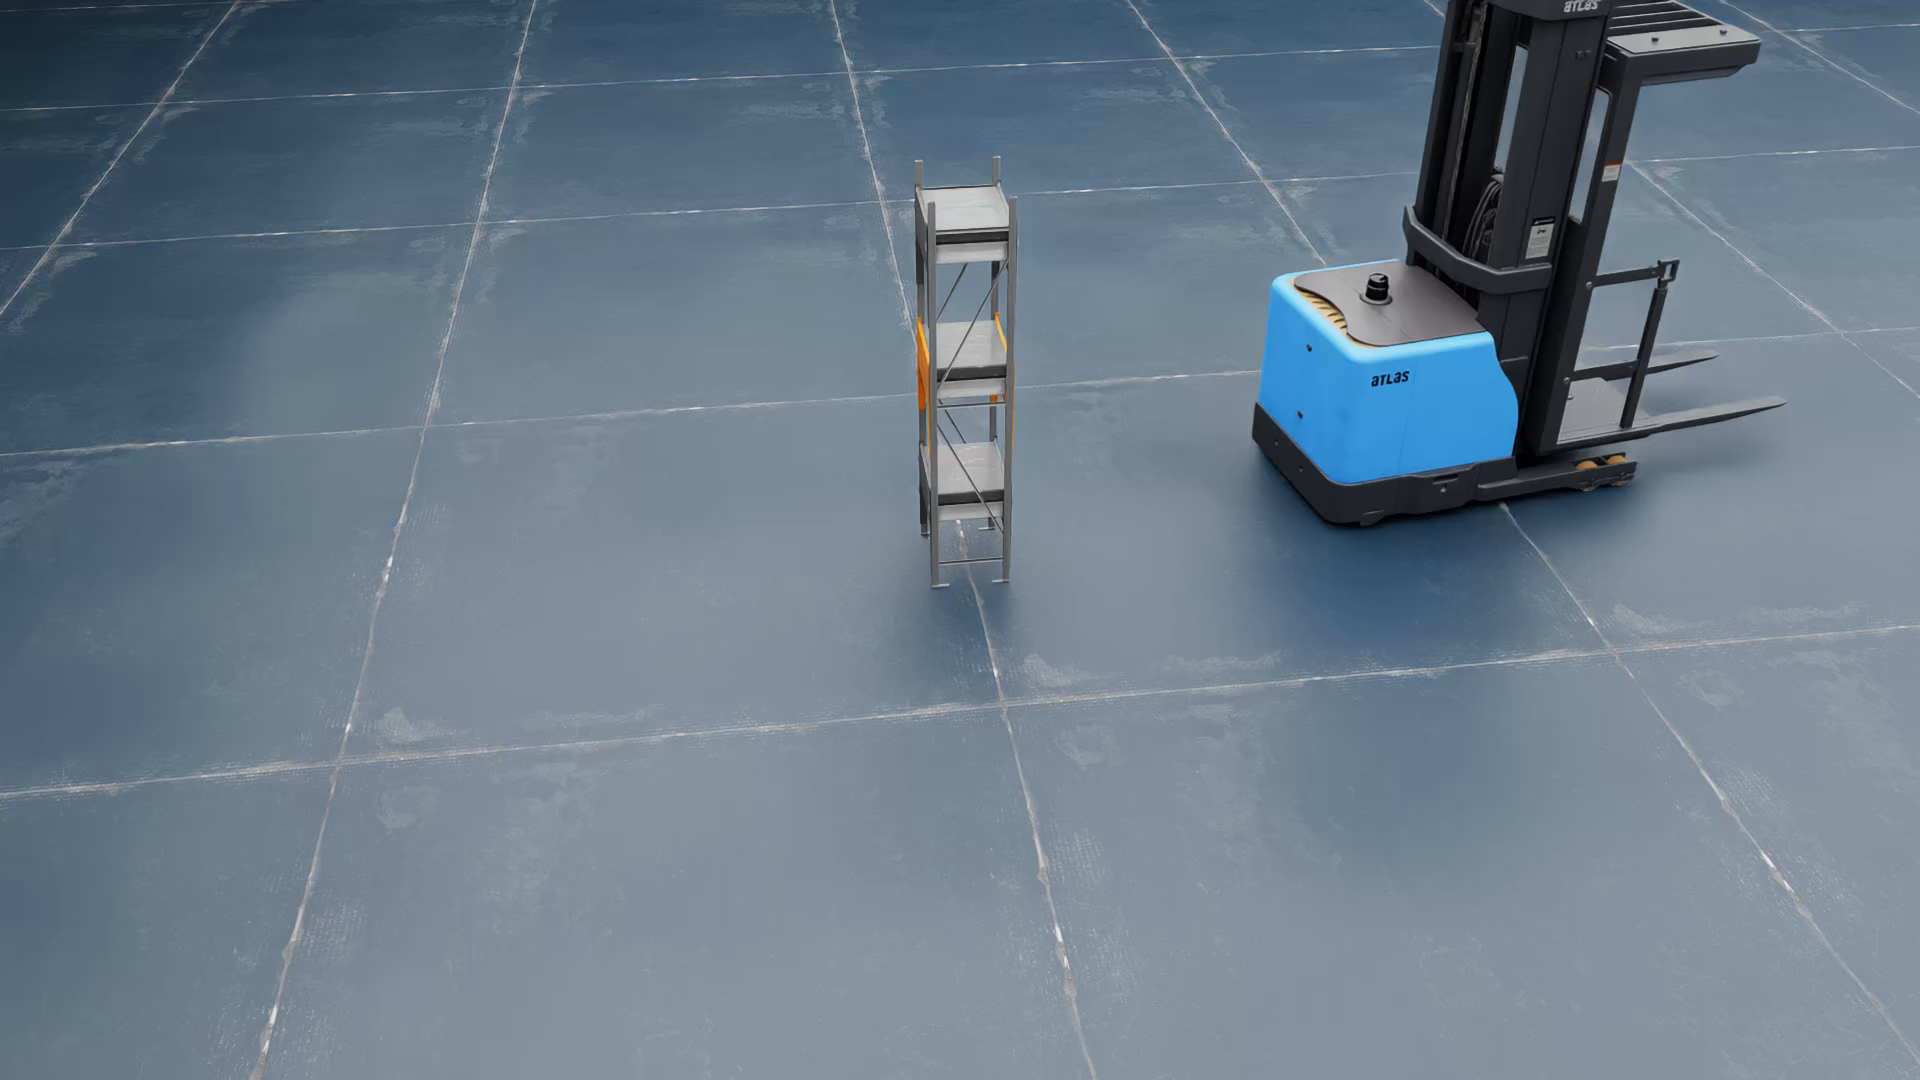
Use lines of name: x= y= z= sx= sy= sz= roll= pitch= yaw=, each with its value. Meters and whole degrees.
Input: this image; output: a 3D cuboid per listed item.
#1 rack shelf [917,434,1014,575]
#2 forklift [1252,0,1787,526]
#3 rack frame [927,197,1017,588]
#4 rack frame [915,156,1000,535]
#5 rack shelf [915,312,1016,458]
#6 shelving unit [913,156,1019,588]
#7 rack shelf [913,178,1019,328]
rack shelf: x=0.022 y=-0.186 z=8.554 sx=0.431 sy=0.518 sz=0.480 roll=-4 pitch=35 yaw=-6
forklift: x=3.264 y=-1.758 z=8.855 sx=3.031 sy=2.935 sz=1.130 roll=-10 pitch=35 yaw=-14
rack frame: x=0.055 y=-0.639 z=7.952 sx=0.400 sy=2.100 sz=0.015 roll=-4 pitch=35 yaw=-6
rack frame: x=-0.011 y=-0.911 z=8.352 sx=0.400 sy=2.100 sz=0.015 roll=-4 pitch=35 yaw=-6
rack shelf: x=0.022 y=-0.764 z=8.159 sx=0.431 sy=0.518 sz=0.480 roll=-4 pitch=35 yaw=-6
shelving unit: x=0.022 y=-0.775 z=8.152 sx=0.431 sy=2.100 sz=0.503 roll=-4 pitch=35 yaw=-6
rack shelf: x=0.022 y=-1.342 z=7.765 sx=0.431 sy=0.518 sz=0.480 roll=-4 pitch=35 yaw=-6
